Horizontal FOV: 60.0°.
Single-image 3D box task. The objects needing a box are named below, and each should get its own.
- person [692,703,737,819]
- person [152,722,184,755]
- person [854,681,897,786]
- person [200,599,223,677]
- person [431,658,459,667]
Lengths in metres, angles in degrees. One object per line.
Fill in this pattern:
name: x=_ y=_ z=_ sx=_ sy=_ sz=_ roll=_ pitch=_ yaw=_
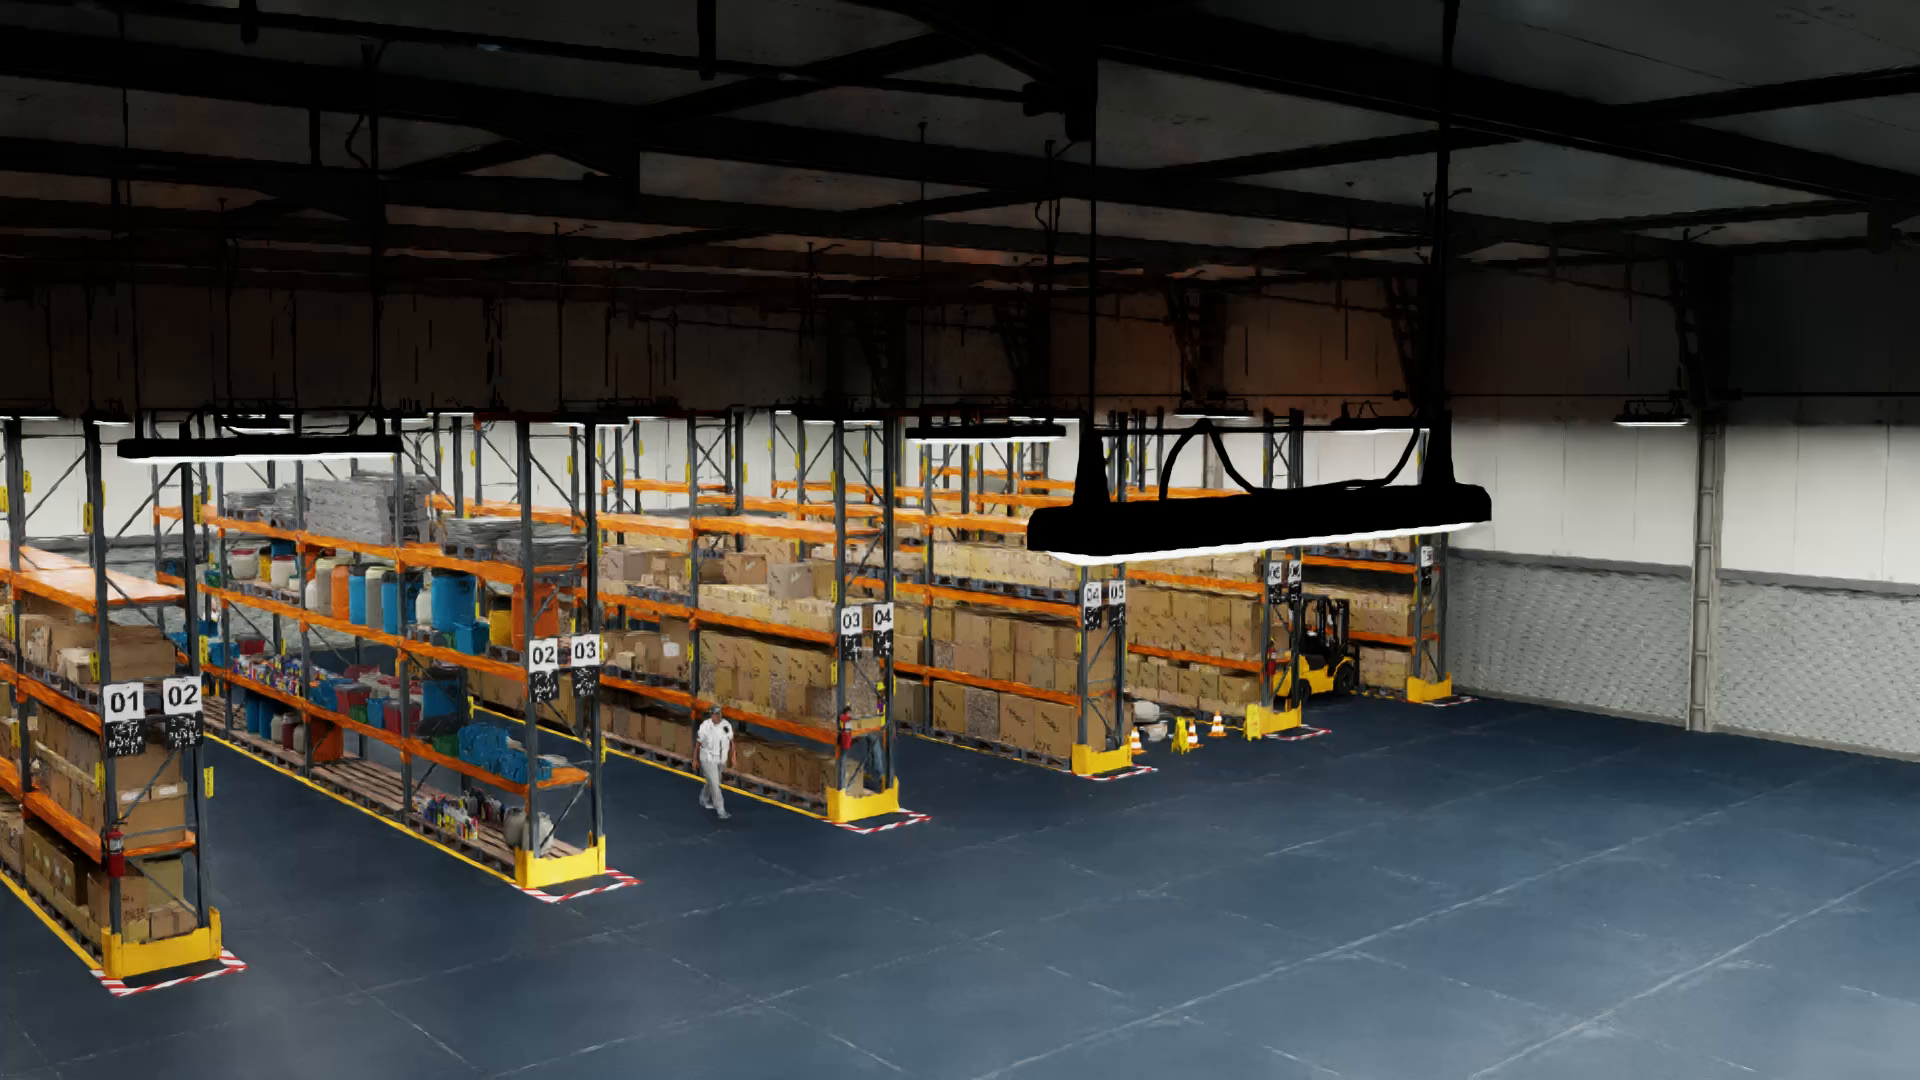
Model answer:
person: x=-3.660 y=3.276 z=25.001 sx=0.556 sy=1.712 sz=1.040 roll=-5 pitch=7 yaw=-42
person: x=-12.026 y=3.254 z=25.120 sx=0.589 sy=1.697 sz=1.176 roll=-5 pitch=7 yaw=-43
person: x=-1.333 y=3.115 z=26.906 sx=0.591 sy=1.716 sz=1.042 roll=-5 pitch=7 yaw=-42
person: x=-16.713 y=2.203 z=36.969 sx=0.504 sy=1.776 sz=0.767 roll=0 pitch=5 yaw=3
person: x=-9.919 y=2.717 z=32.200 sx=0.625 sy=1.596 sz=0.517 roll=-5 pitch=7 yaw=-43
